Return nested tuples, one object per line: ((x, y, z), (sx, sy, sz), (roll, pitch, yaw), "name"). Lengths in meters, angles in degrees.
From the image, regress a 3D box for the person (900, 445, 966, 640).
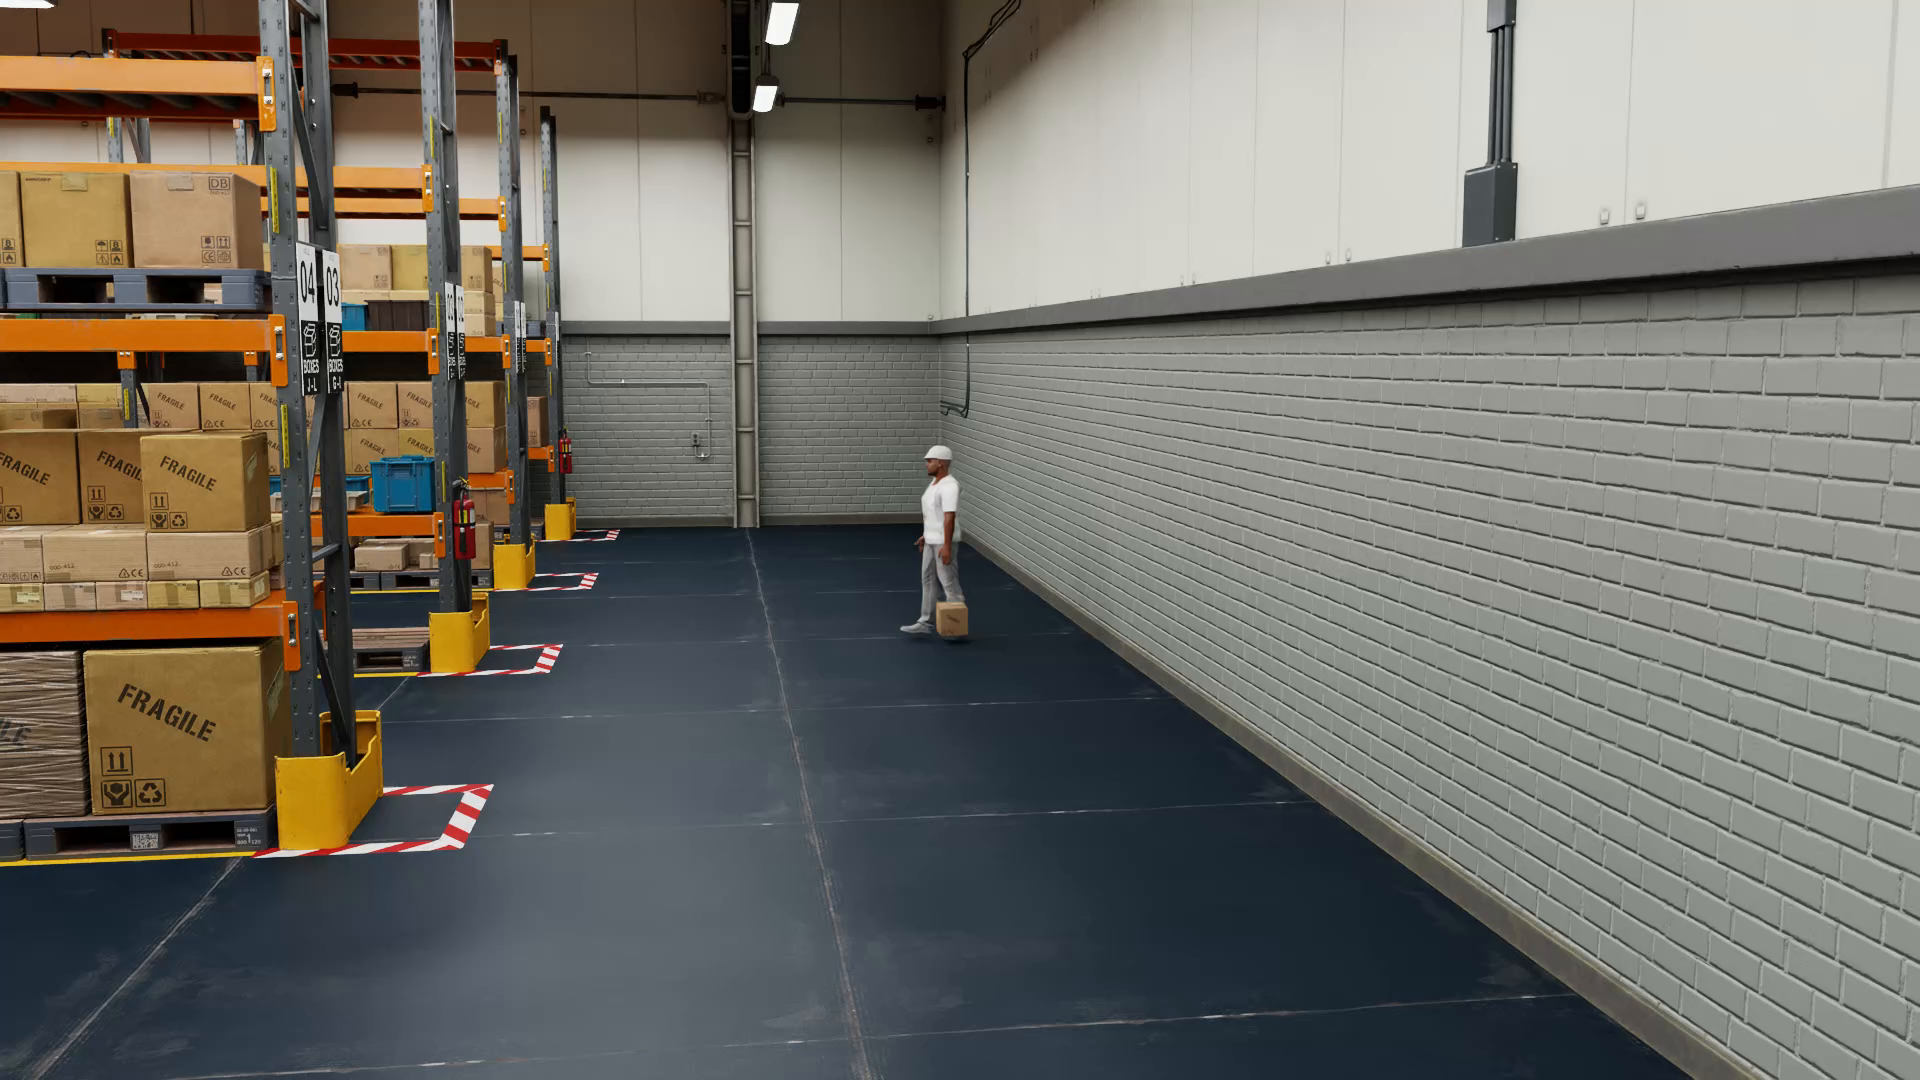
((-0.246, 0.015, 15.260), (0.561, 1.765, 0.669), (-2, 7, -16), "person")
